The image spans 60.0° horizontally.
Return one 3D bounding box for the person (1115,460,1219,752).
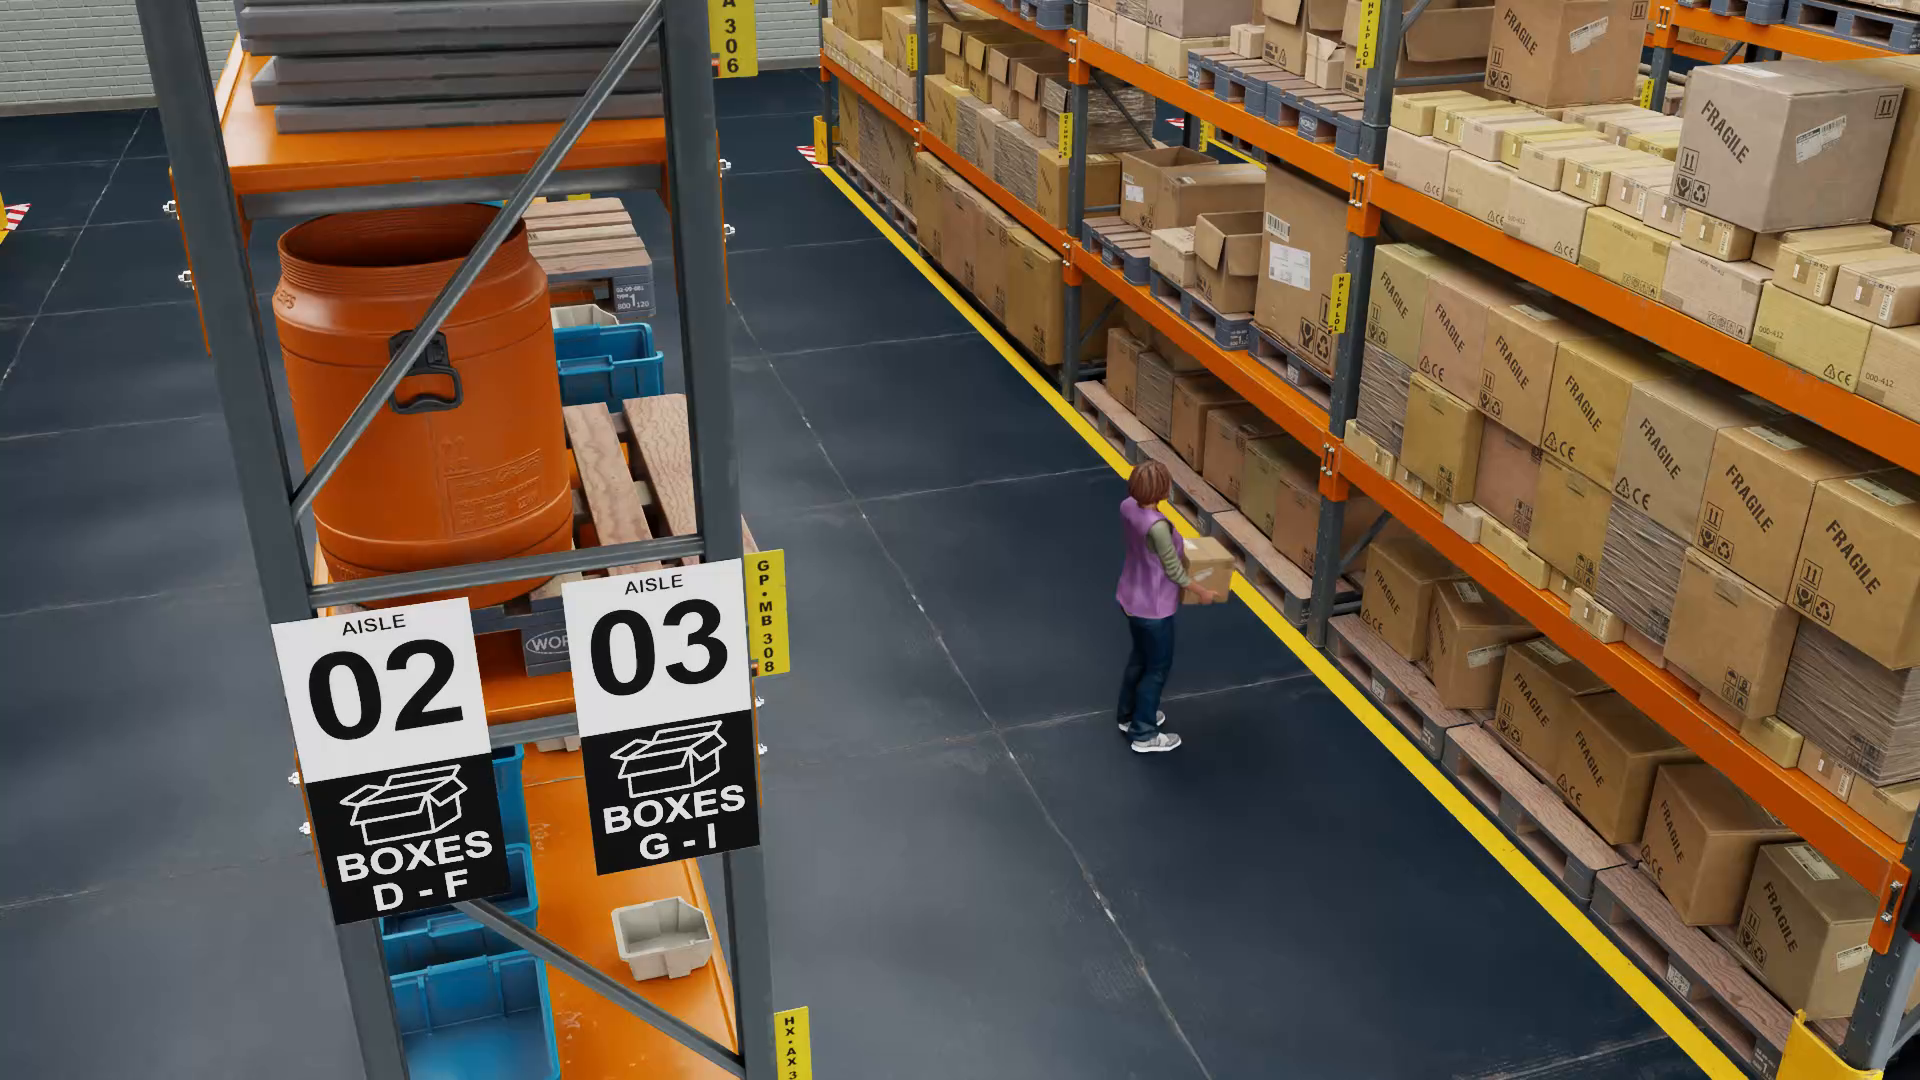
[{"bbox_3d":[1.041,0.317,8.489,0.485,1.599,0.431,-8,28,-16],"label":"person"}]
